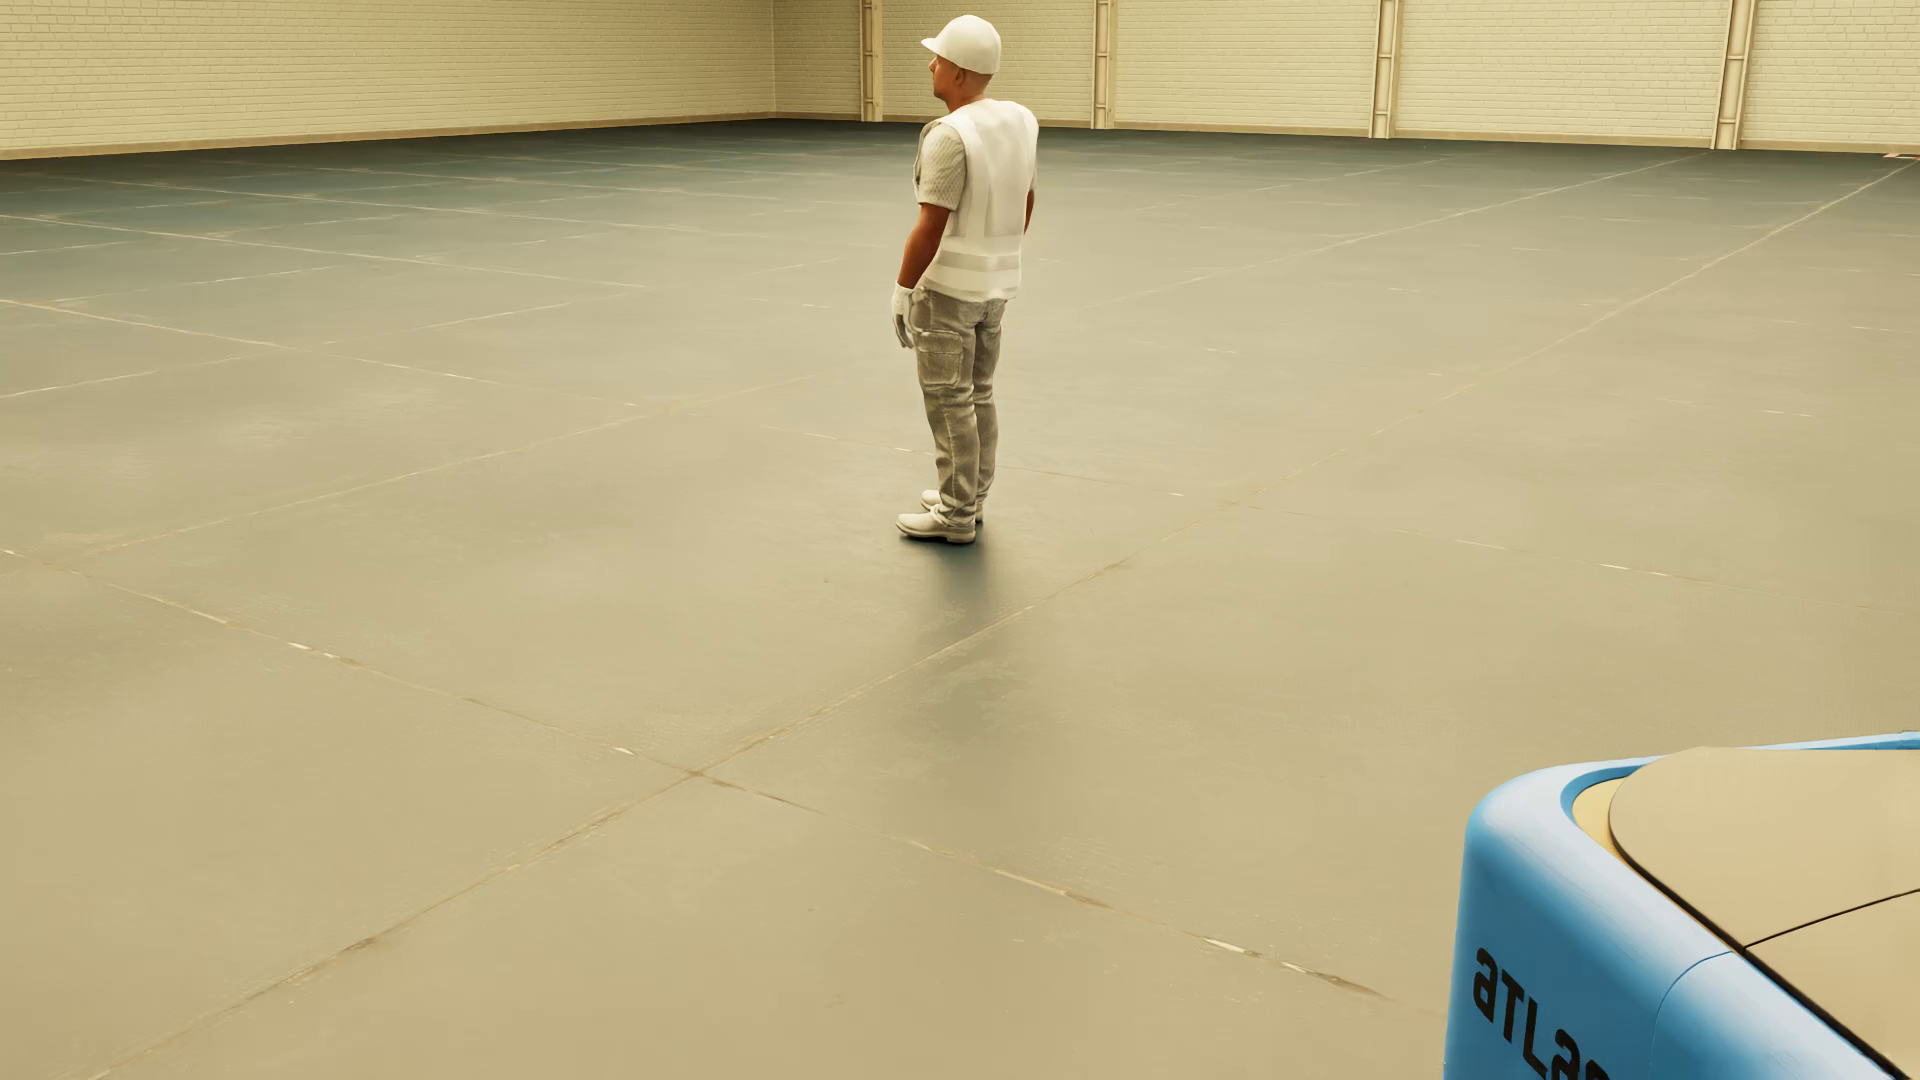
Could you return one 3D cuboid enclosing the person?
[{"bbox_3d":[-0.055,-0.874,5.737,0.575,1.784,0.656,11,20,33],"label":"person"}]
